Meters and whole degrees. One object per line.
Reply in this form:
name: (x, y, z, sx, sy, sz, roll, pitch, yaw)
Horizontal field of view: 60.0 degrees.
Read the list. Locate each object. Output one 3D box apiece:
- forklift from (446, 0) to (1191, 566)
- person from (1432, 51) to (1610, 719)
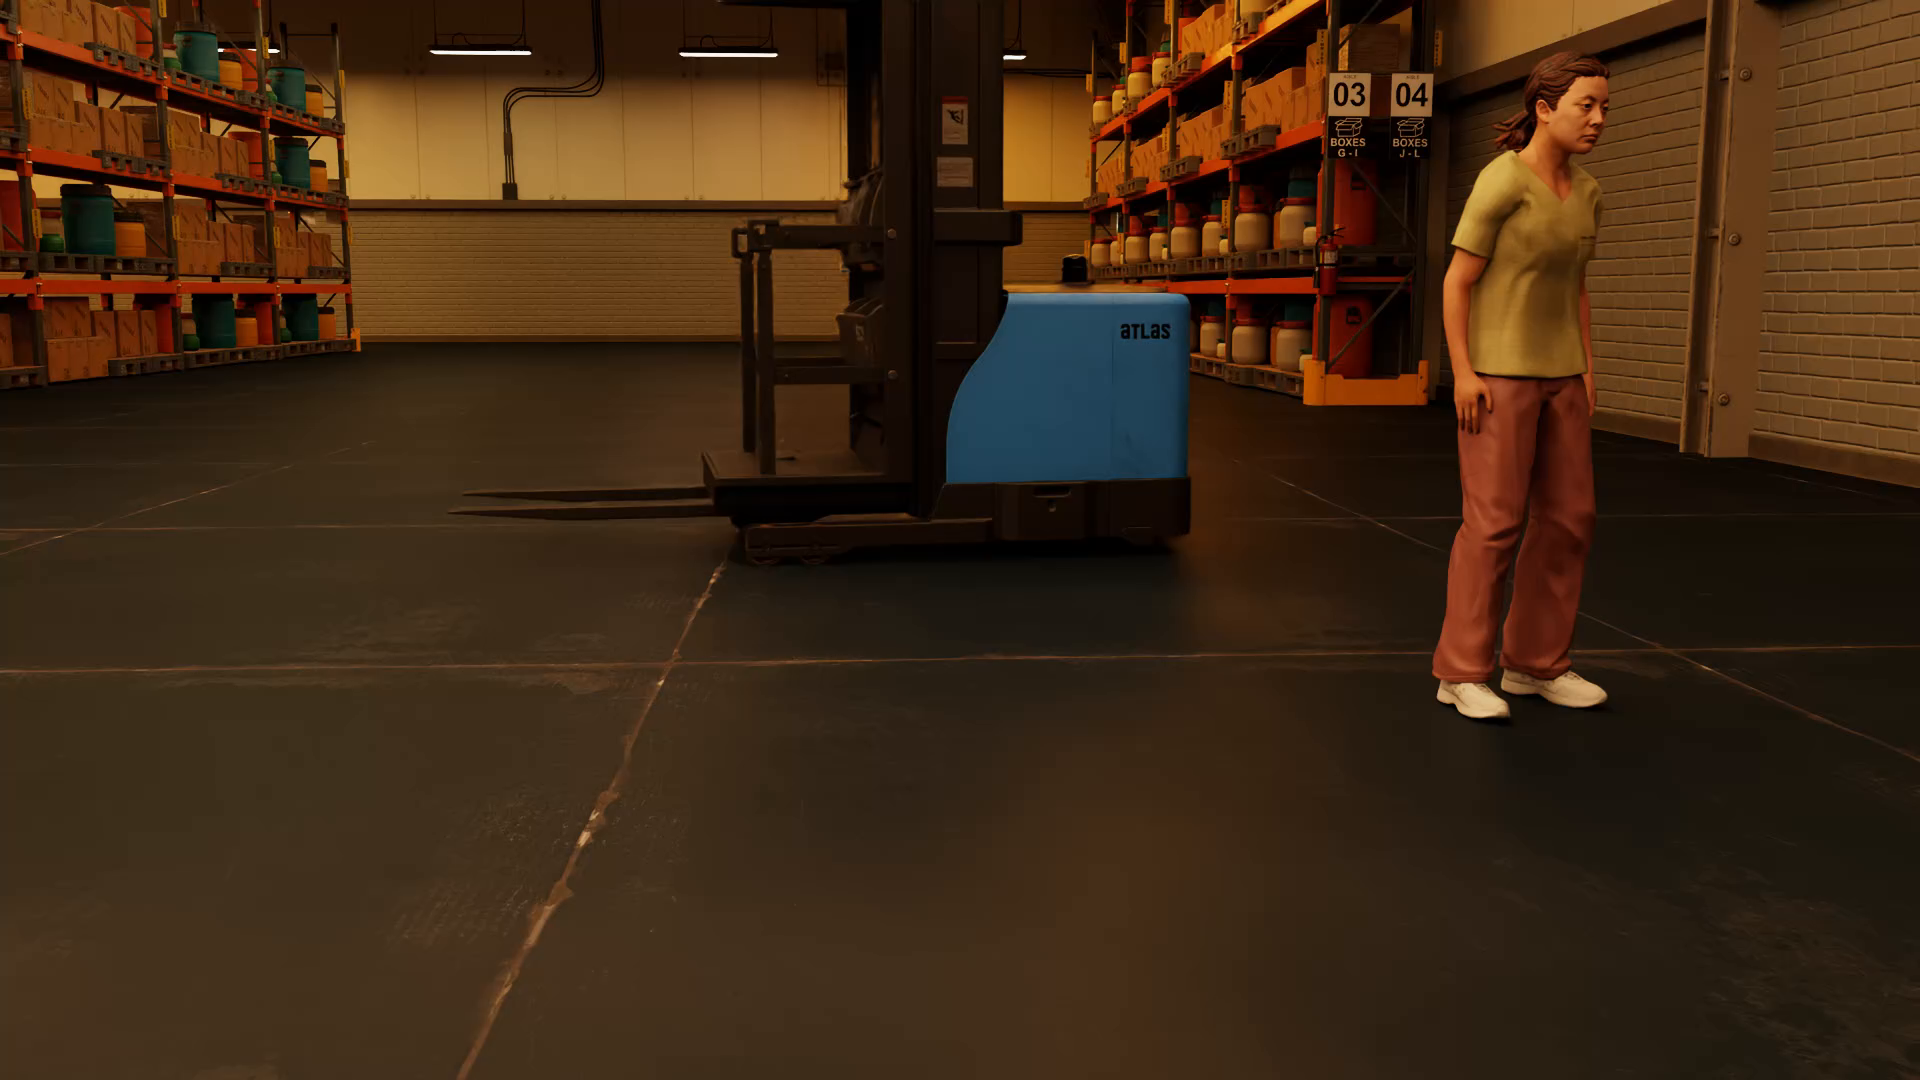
forklift: (-0.599, -1.431, 6.966, 3.031, 2.935, 1.130, -2, 9, -11)
person: (1.475, -0.396, 4.290, 0.498, 1.672, 0.363, -4, 9, -27)
